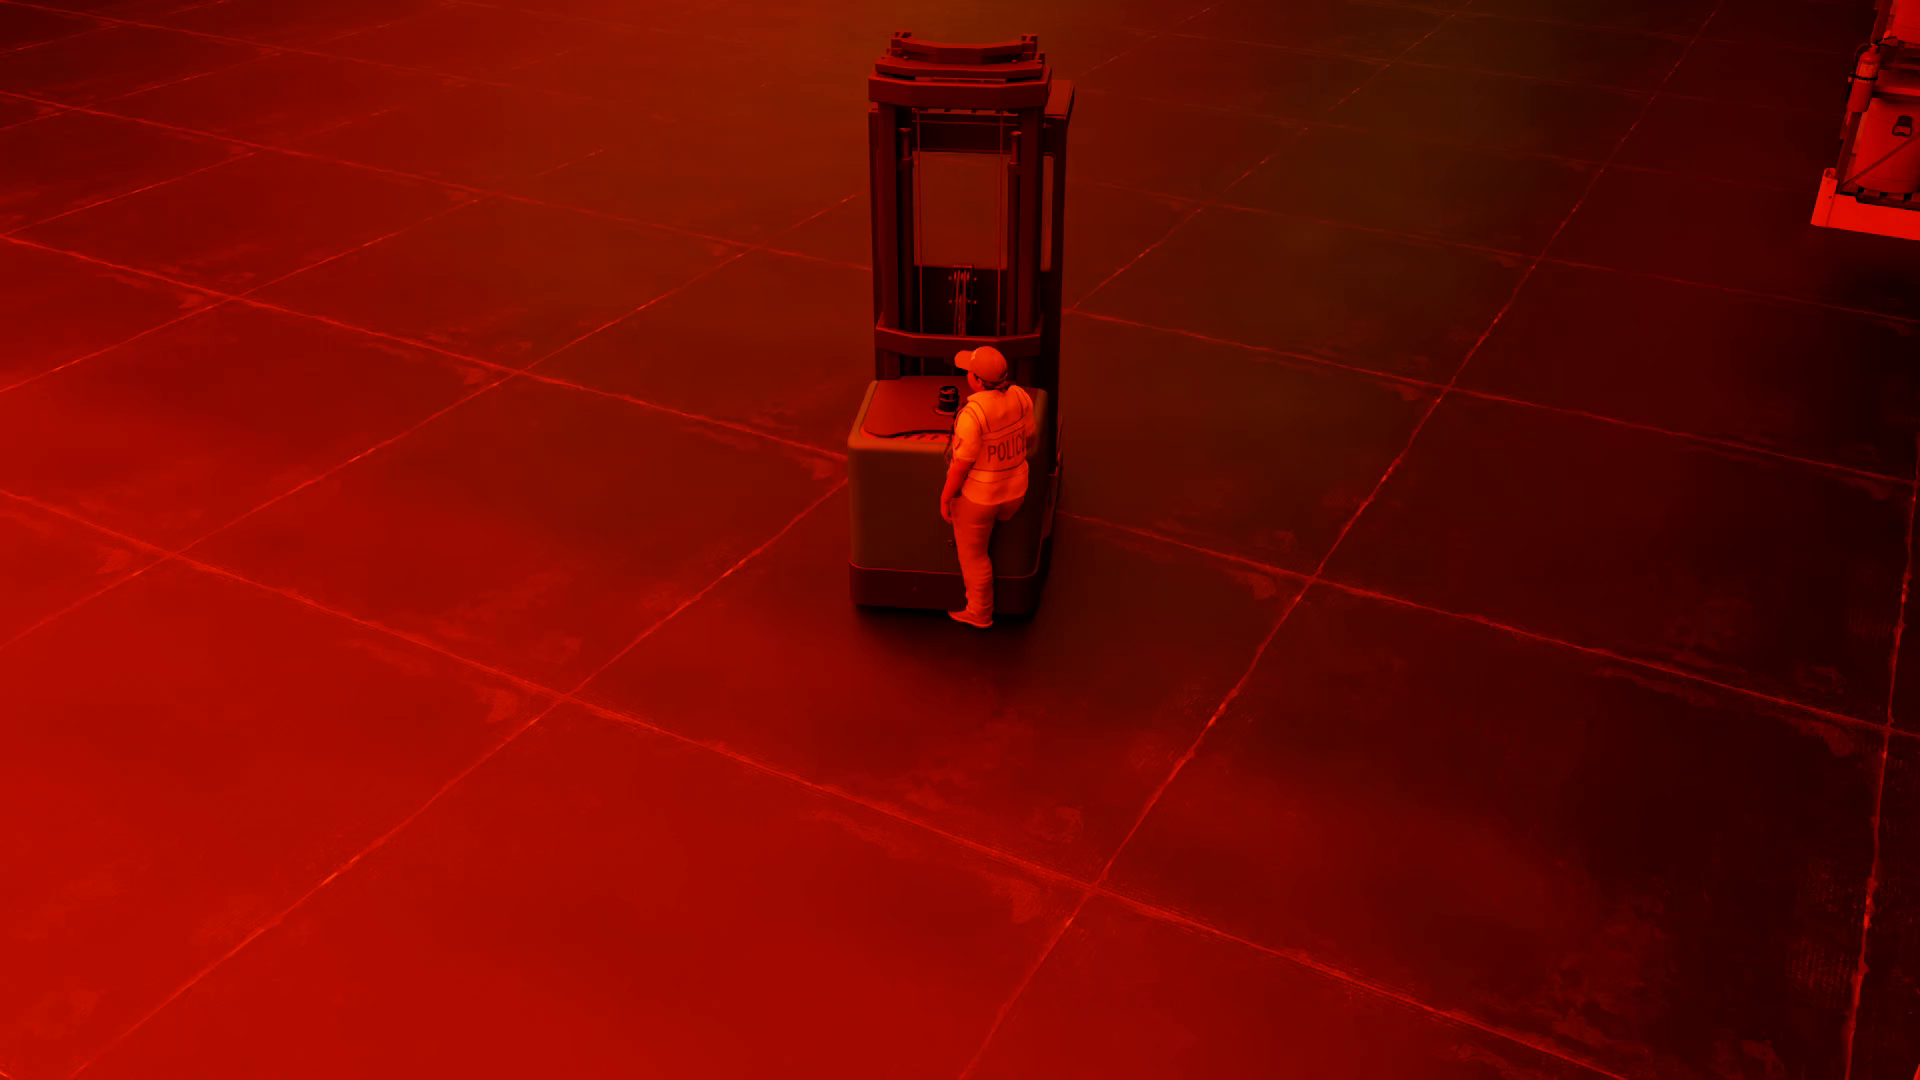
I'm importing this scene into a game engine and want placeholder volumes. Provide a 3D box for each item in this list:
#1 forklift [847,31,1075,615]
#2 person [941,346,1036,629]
[{"bbox_3d":[0.072,-1.572,9.794,1.130,2.935,3.031,3,30,6],"label":"forklift"},{"bbox_3d":[0.105,-0.299,8.841,0.598,1.670,0.529,-23,37,-34],"label":"person"}]
